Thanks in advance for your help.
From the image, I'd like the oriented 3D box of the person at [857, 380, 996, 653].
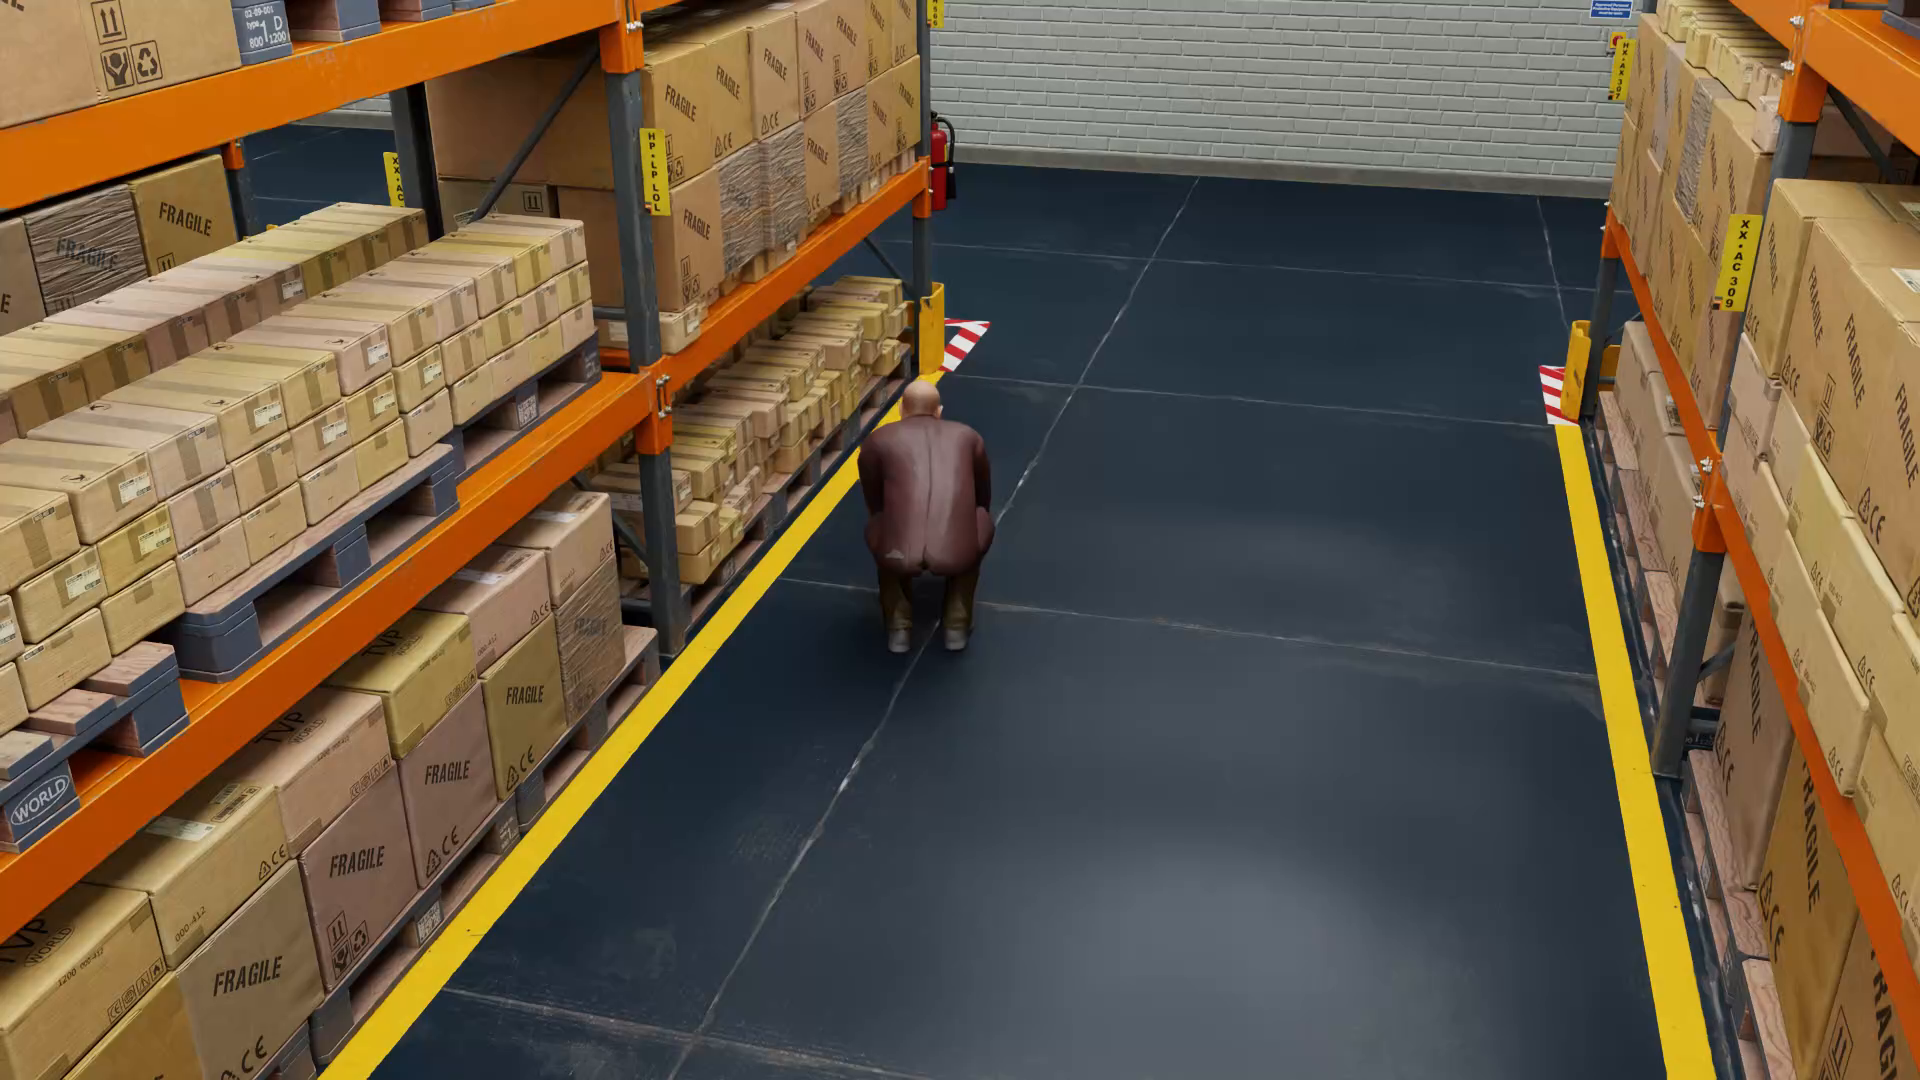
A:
[{"bbox_3d":[-0.147,-0.095,7.199,0.608,1.046,0.894,2,25,3],"label":"person"}]
